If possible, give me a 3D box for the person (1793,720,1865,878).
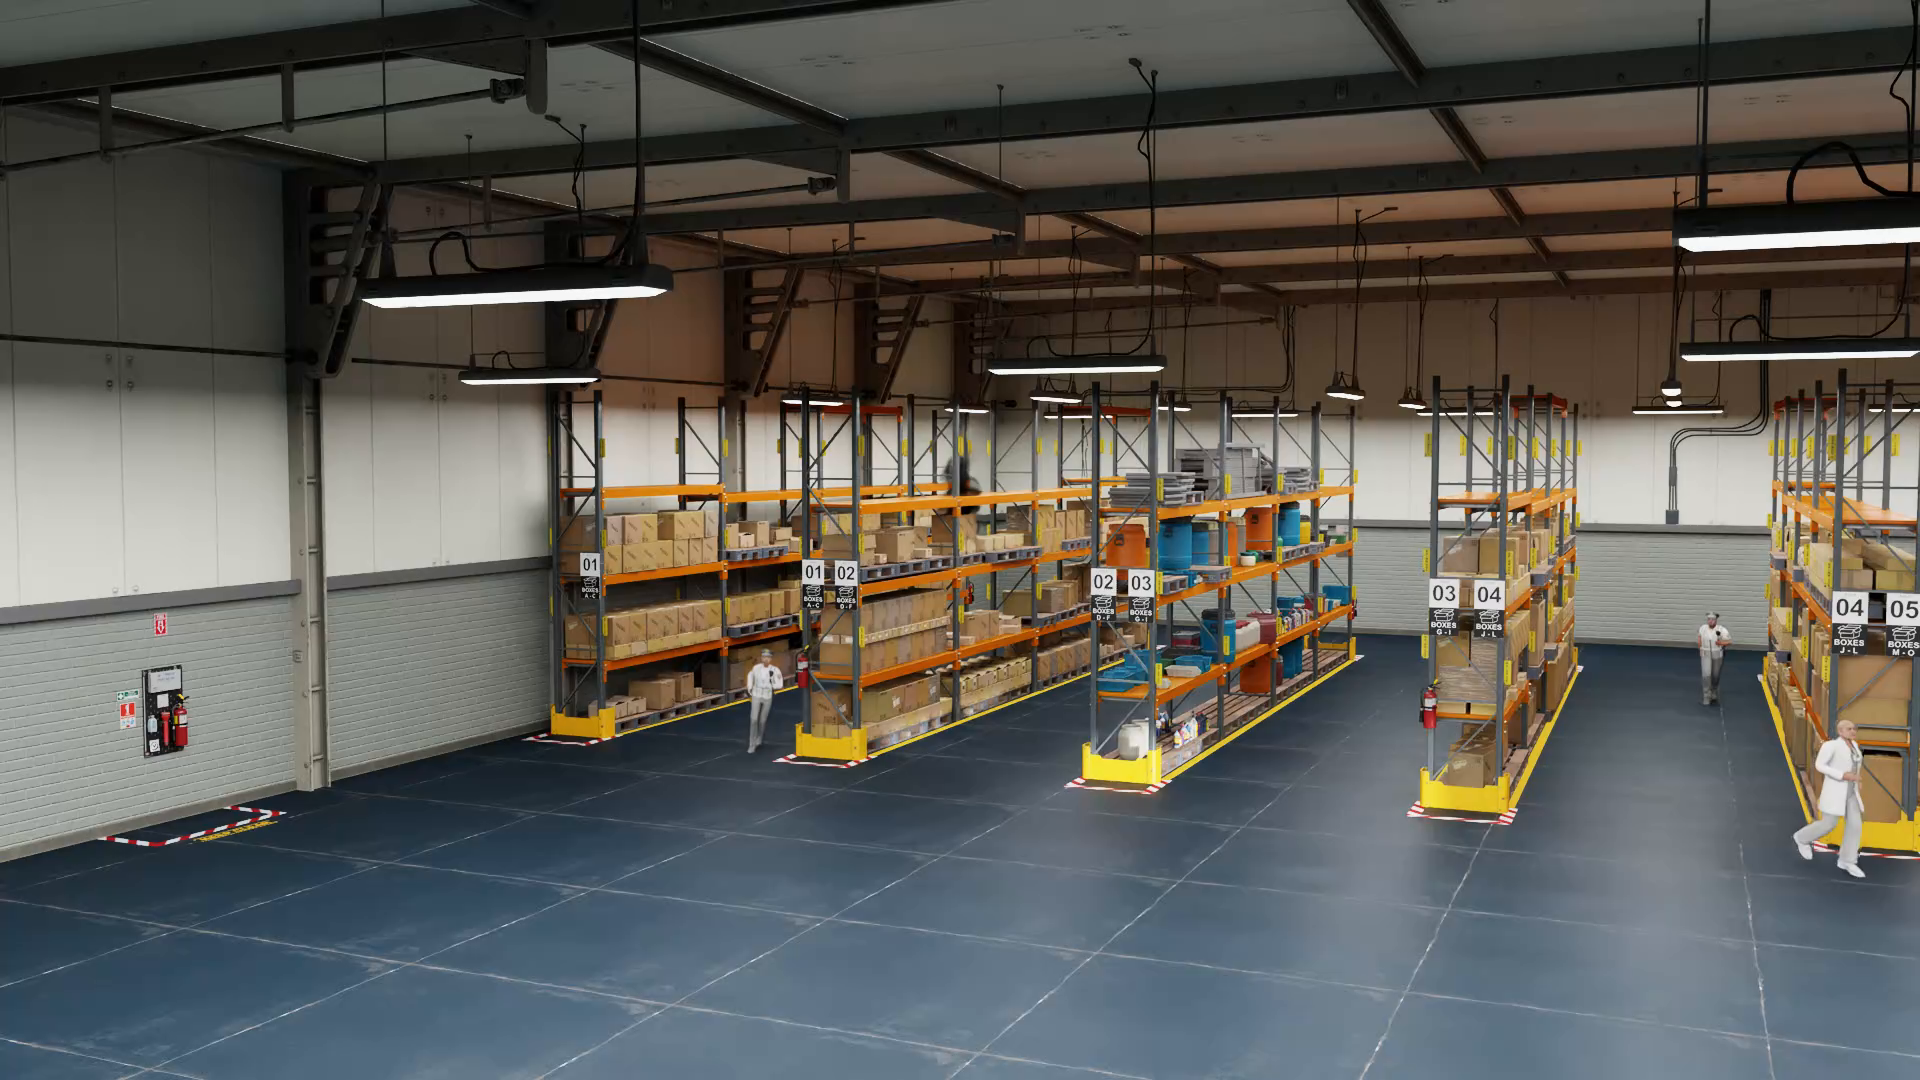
[{"bbox_3d":[10.467,3.028,19.784,0.722,1.792,0.893,-1,3,-18],"label":"person"}]

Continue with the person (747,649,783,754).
[{"bbox_3d":[-3.235,2.657,27.609,0.608,1.736,0.788,0,3,-3],"label":"person"}]

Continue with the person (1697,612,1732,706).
[{"bbox_3d":[14.812,2.315,32.679,0.636,1.831,0.884,2,4,27],"label":"person"}]
